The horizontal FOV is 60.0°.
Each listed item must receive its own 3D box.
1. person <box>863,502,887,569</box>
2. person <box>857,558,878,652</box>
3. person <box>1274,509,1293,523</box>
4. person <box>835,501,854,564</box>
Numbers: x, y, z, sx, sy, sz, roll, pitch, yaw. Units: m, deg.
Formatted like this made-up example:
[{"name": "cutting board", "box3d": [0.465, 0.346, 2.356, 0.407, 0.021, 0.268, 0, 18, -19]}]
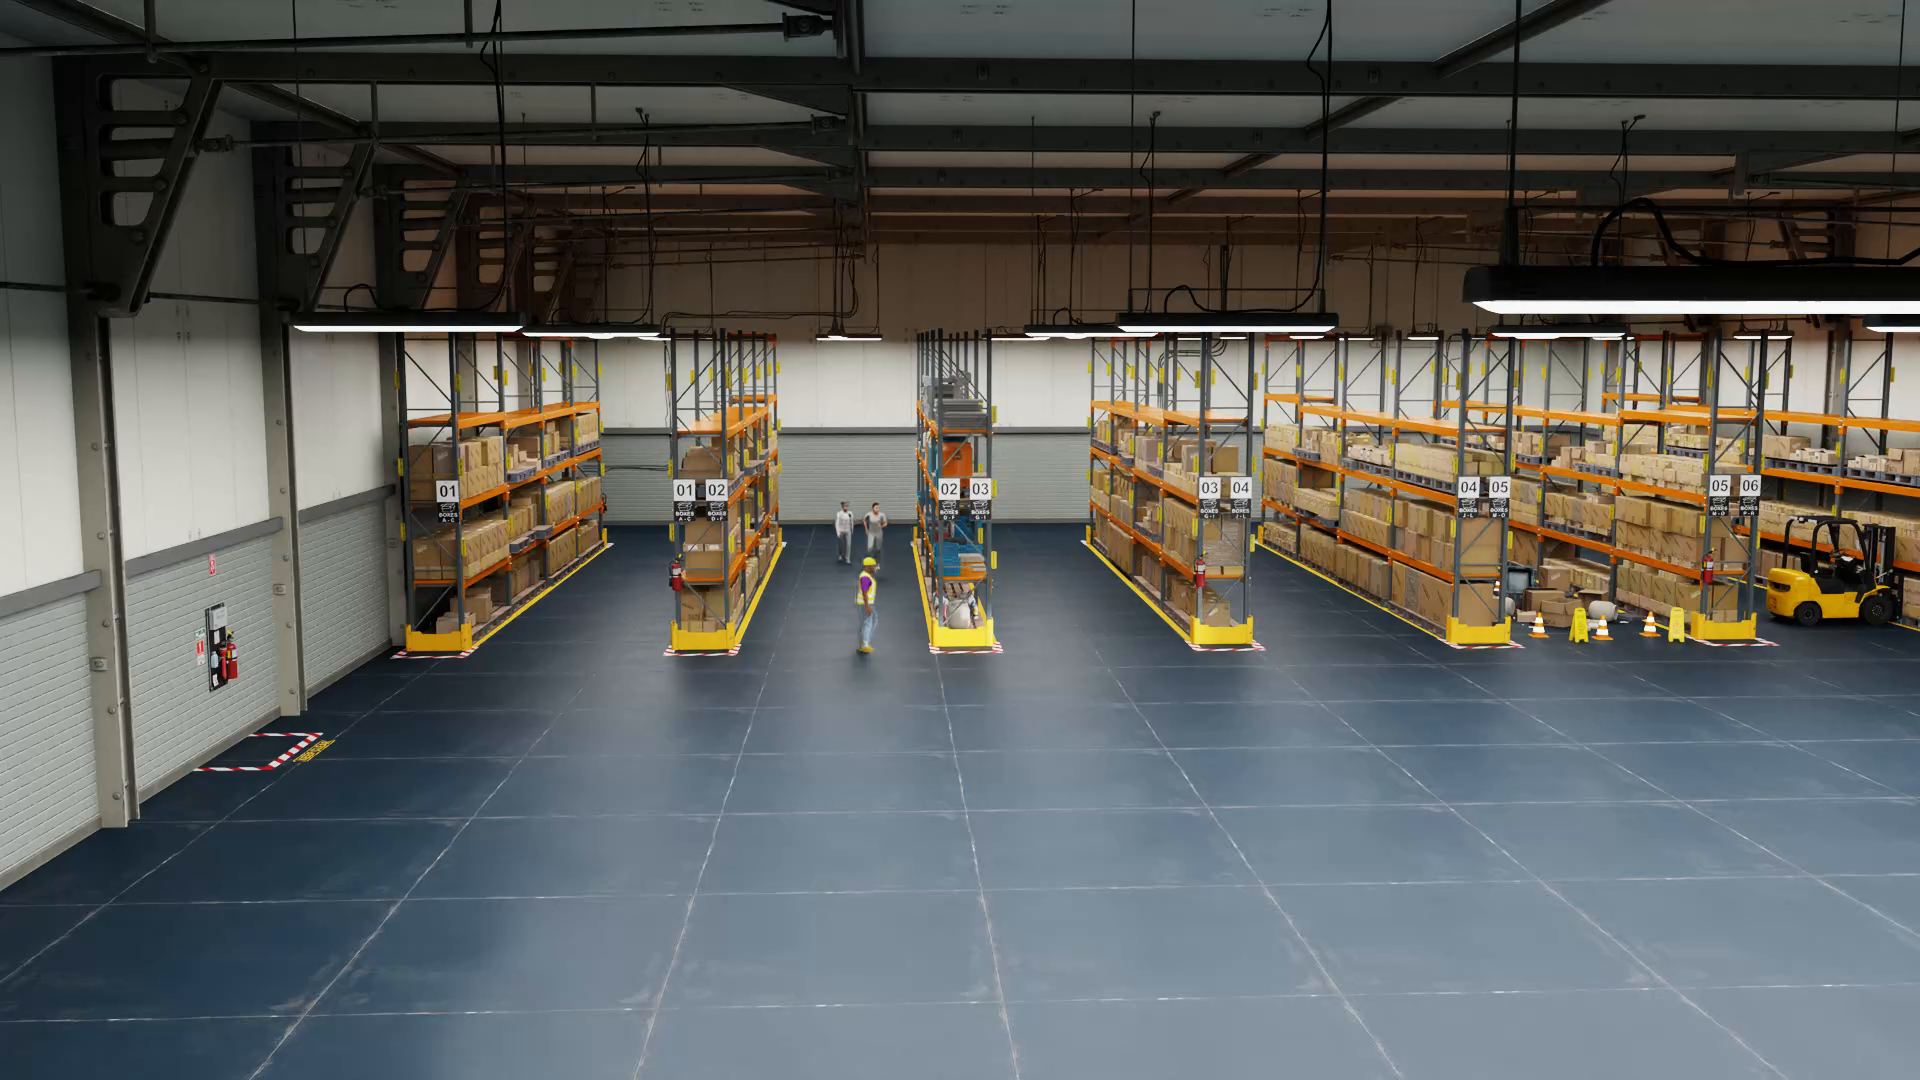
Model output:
[{"name": "person", "box3d": [-2.062, -0.091, 40.540, 0.595, 1.681, 0.833, 0, 7, 0]}, {"name": "person", "box3d": [-1.728, 1.222, 31.039, 0.409, 1.802, 0.712, 0, 7, 3]}, {"name": "person", "box3d": [10.020, -1.189, 51.466, 0.902, 1.692, 0.551, -3, 7, -21]}, {"name": "person", "box3d": [-3.015, -0.216, 43.507, 0.500, 1.632, 0.939, -1, 7, -9]}]
